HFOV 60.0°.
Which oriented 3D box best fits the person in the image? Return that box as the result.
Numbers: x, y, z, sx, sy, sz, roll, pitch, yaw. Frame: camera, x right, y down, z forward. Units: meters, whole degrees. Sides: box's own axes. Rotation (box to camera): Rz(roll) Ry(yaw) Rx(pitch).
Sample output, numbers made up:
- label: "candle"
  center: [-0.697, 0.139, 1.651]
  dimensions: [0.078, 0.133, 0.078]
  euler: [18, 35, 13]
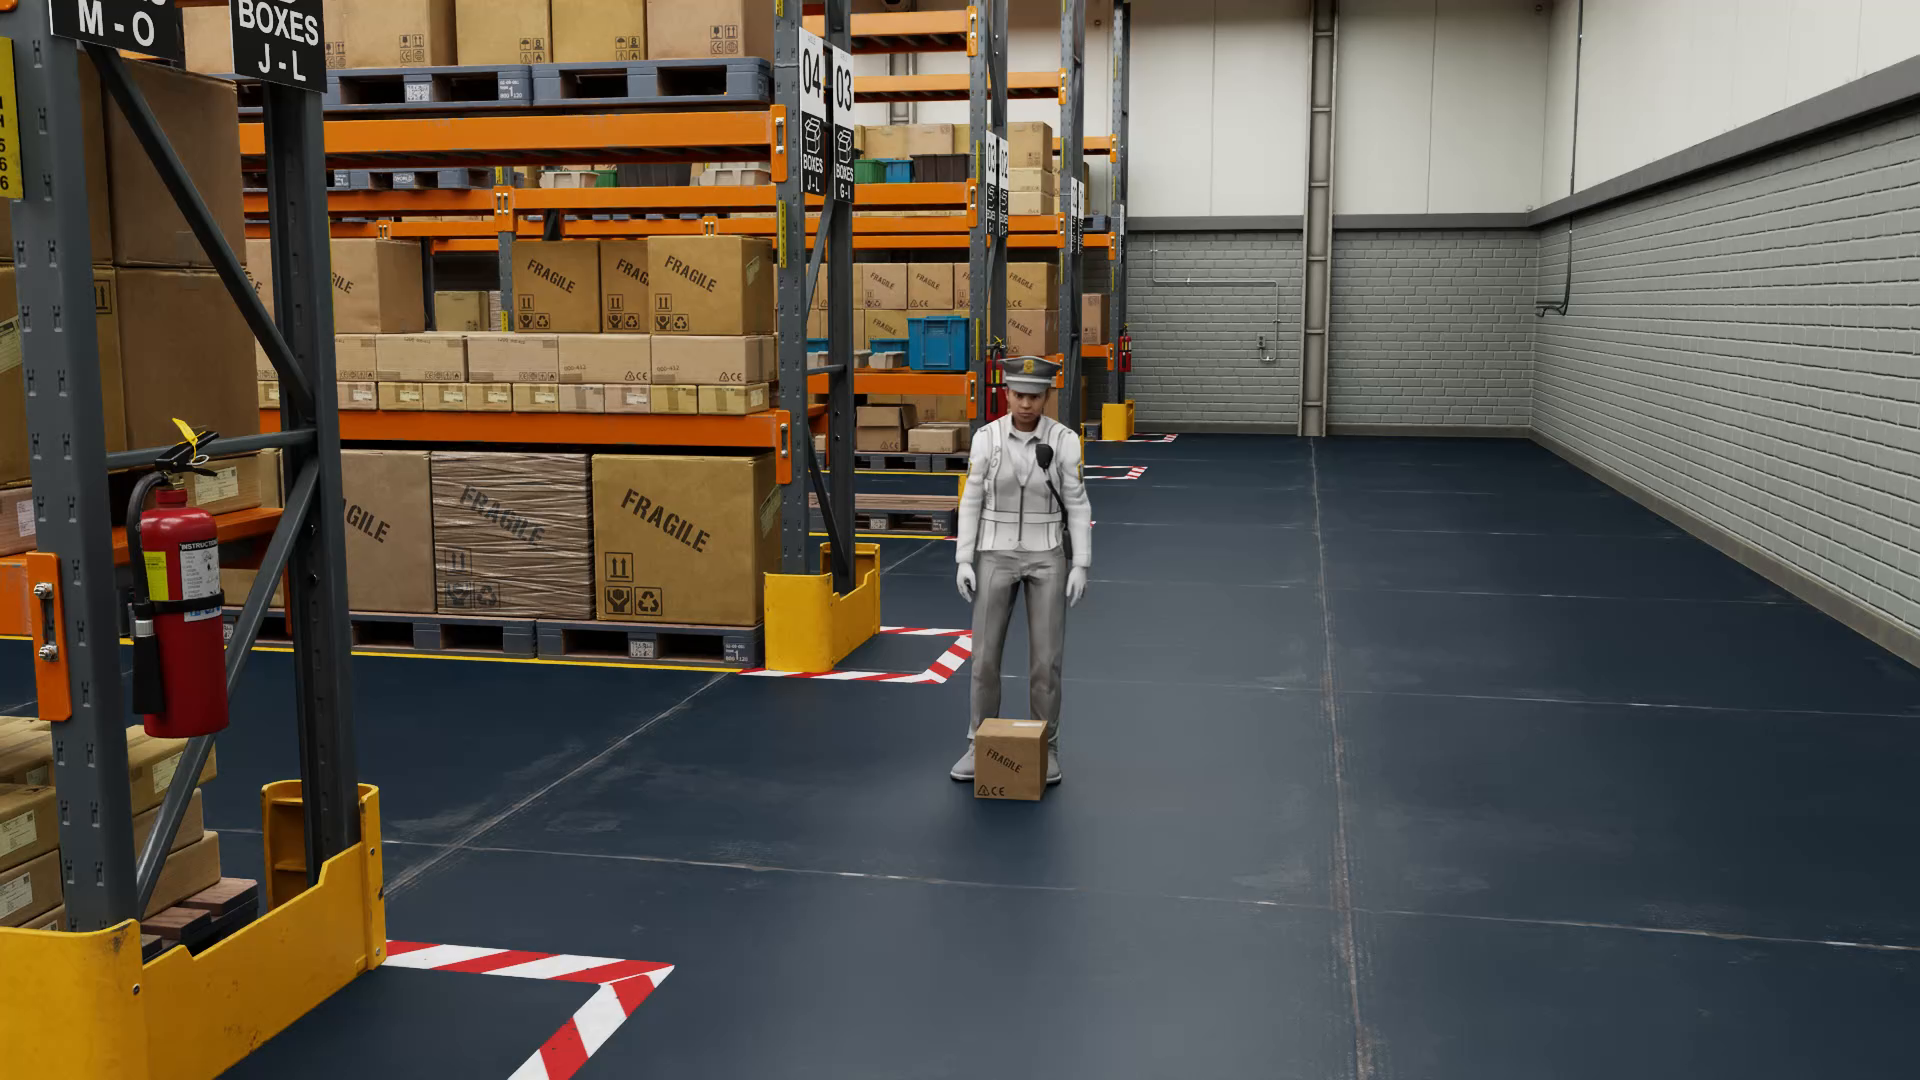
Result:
- label: "person"
  center: [0.245, 0.110, 6.532]
  dimensions: [0.542, 1.662, 0.376]
  euler: [1, 8, 8]
